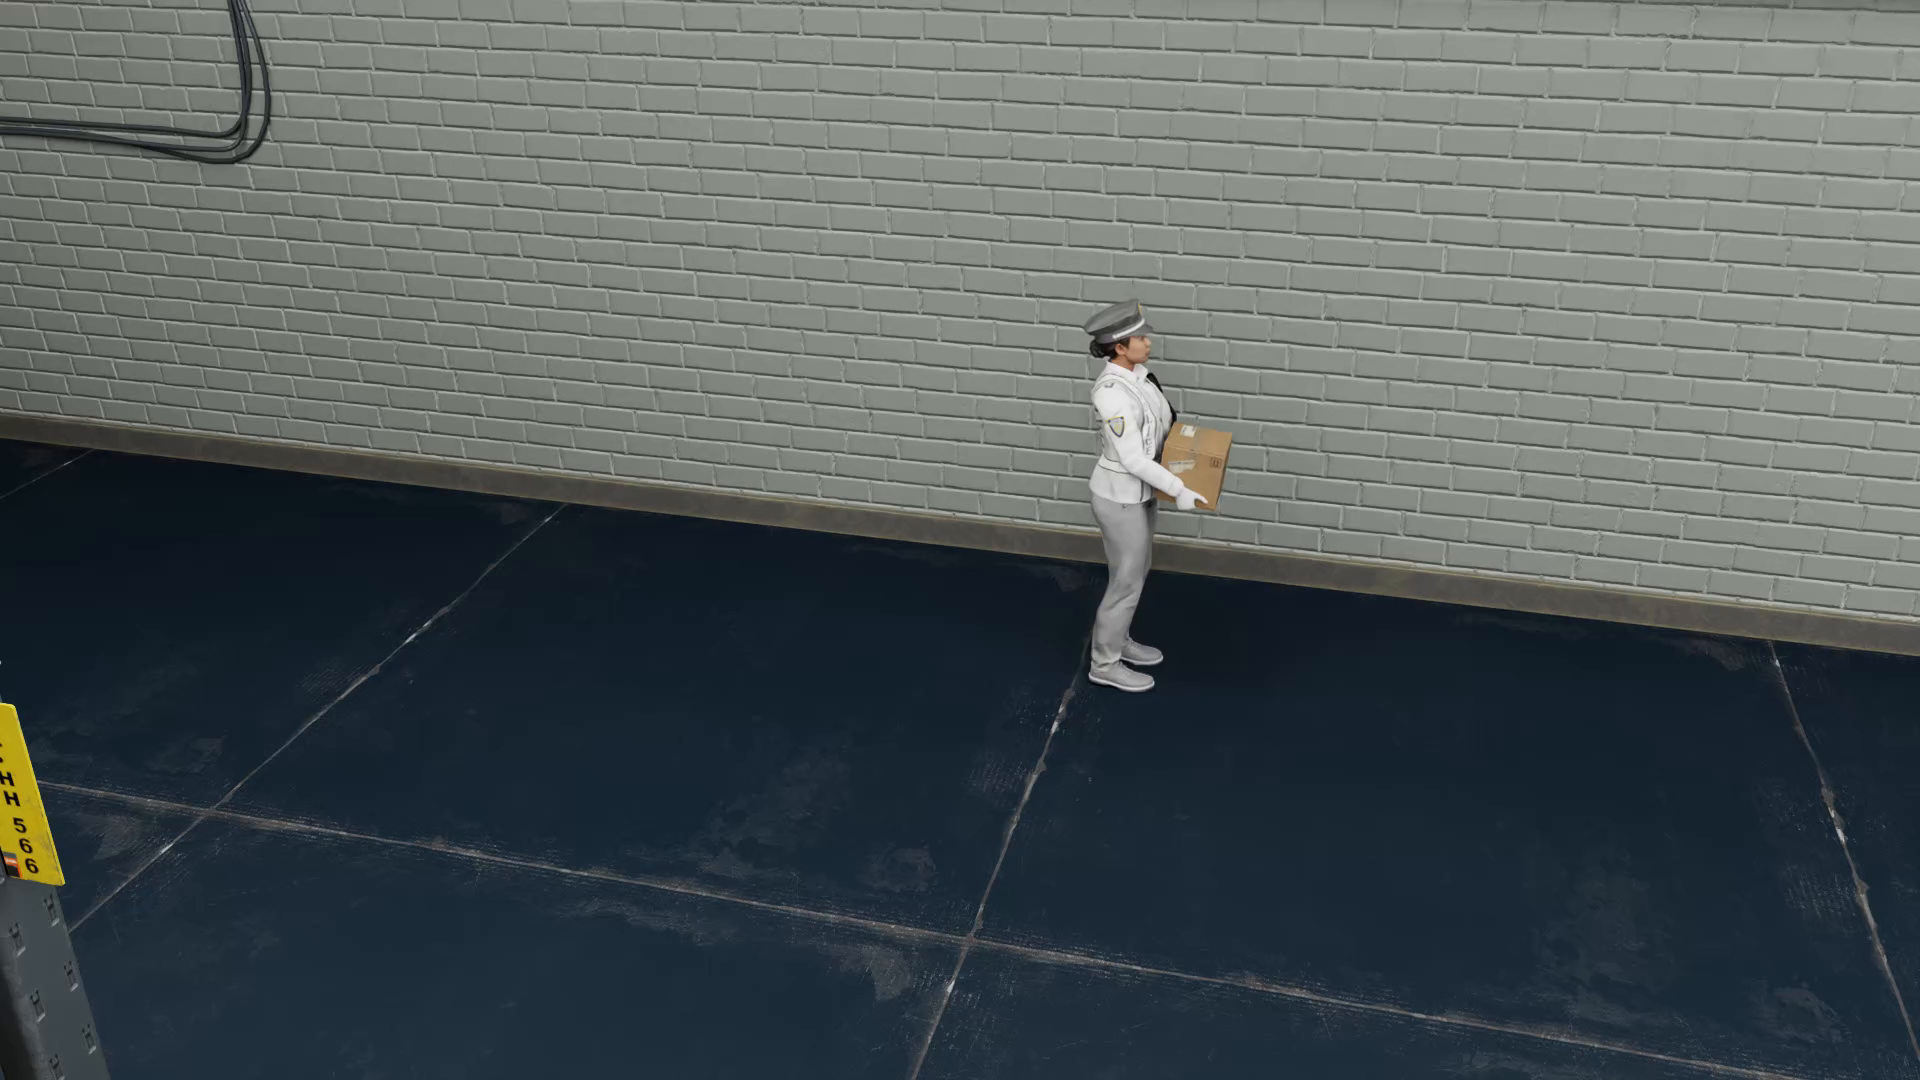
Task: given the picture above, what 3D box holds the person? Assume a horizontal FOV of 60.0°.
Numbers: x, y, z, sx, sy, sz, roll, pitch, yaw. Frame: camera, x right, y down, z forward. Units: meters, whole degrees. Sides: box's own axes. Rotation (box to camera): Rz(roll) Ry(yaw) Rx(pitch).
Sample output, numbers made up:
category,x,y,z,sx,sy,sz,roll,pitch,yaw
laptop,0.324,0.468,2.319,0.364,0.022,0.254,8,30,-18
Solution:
category,x,y,z,sx,sy,sz,roll,pitch,yaw
person,0.771,-0.178,6.956,0.562,1.686,0.459,7,26,14
